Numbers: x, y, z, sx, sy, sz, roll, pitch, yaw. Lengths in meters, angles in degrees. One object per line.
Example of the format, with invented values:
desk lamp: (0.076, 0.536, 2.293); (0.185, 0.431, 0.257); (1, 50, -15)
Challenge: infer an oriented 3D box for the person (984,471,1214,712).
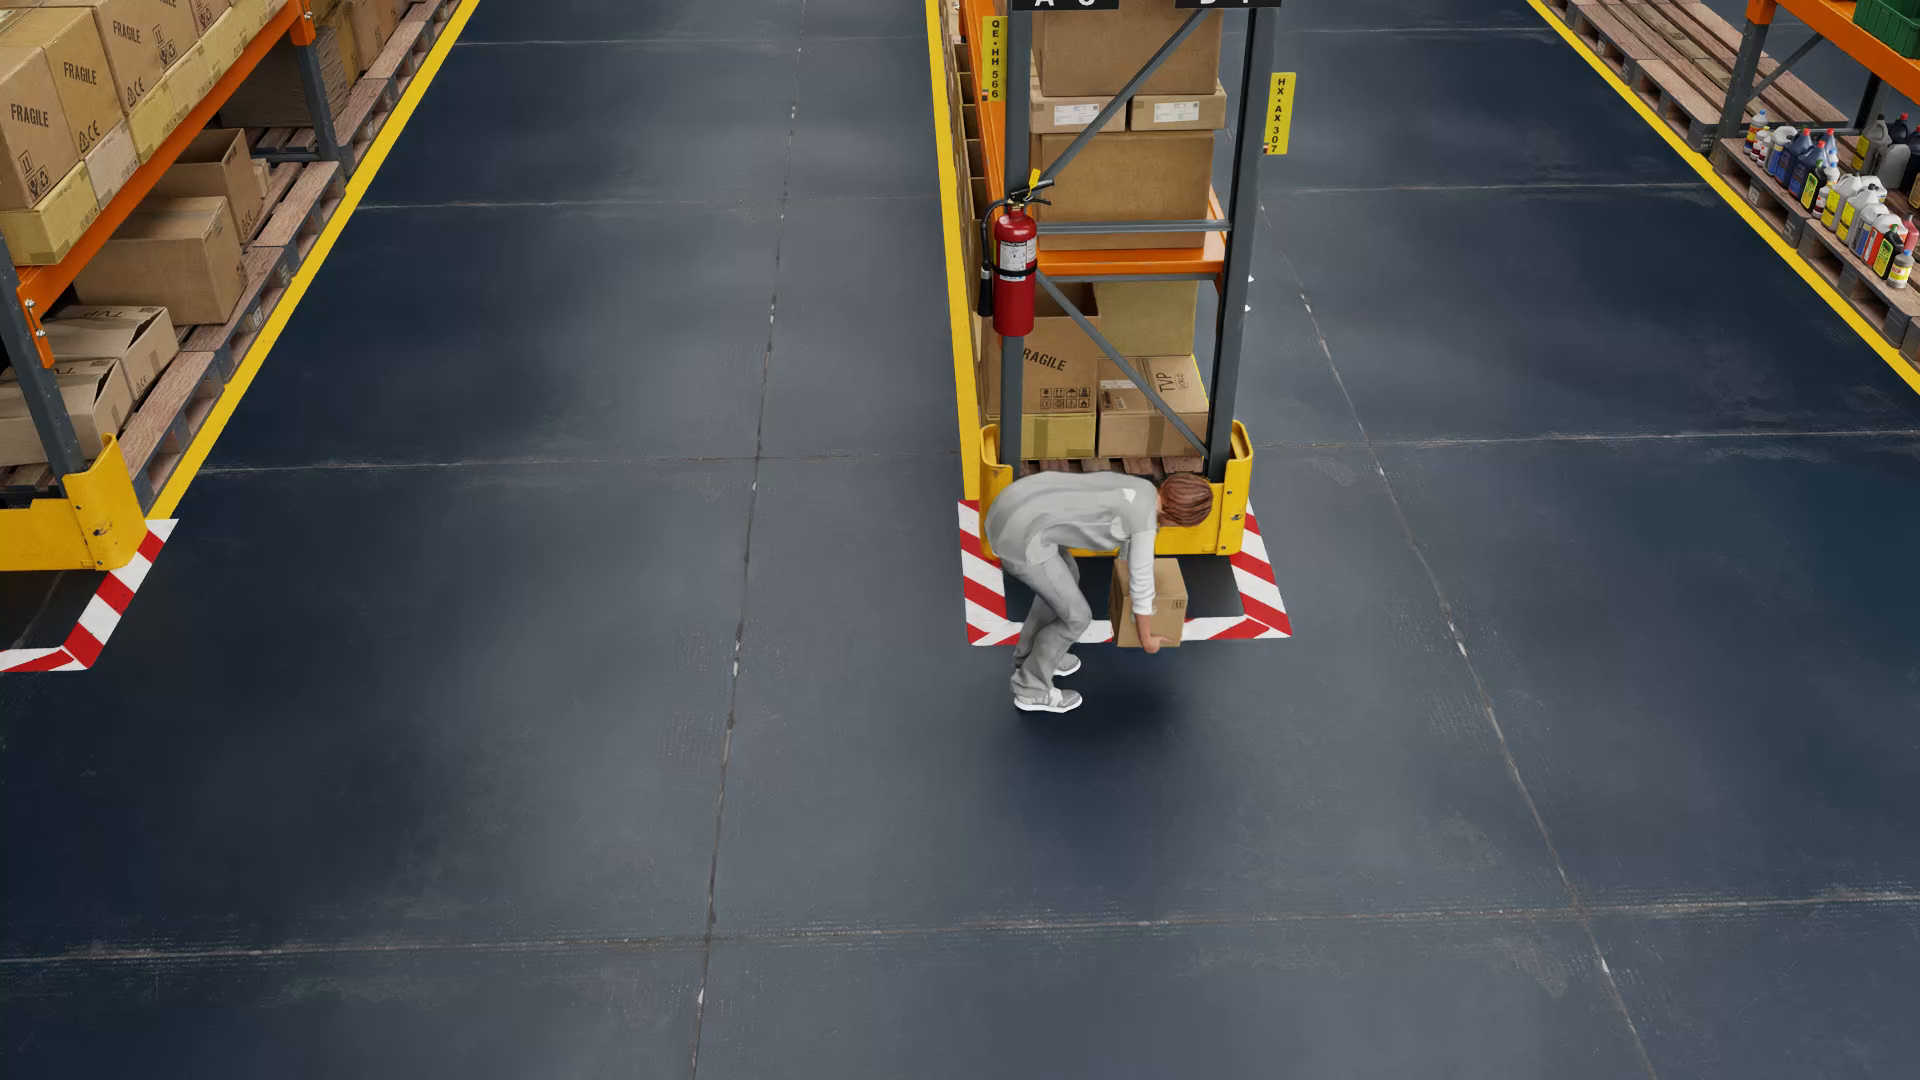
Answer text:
person: (0.526, 0.176, 6.422); (0.871, 1.001, 0.391); (-5, 36, -7)
